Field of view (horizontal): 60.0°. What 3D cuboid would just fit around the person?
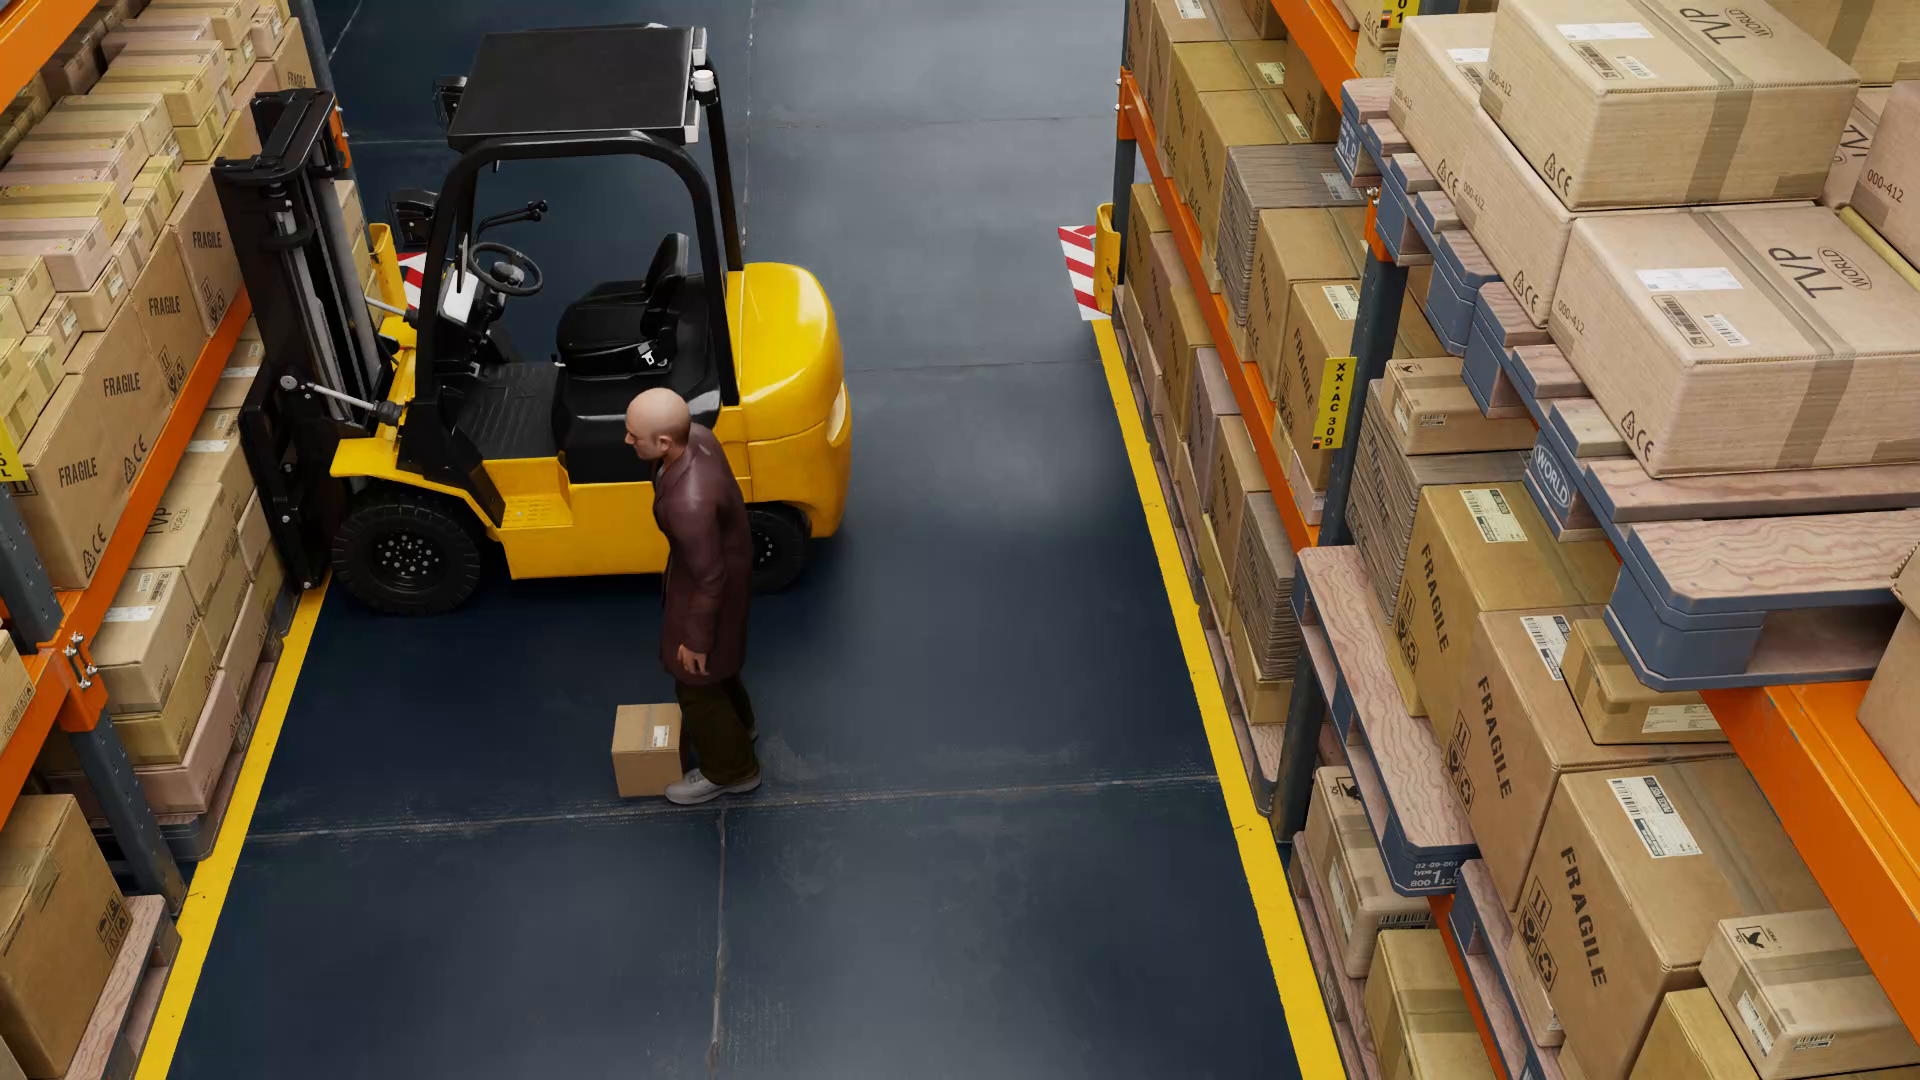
[{"bbox_3d":[-0.934,0.200,5.915,0.426,1.773,0.652,-5,39,-7],"label":"person"}]
